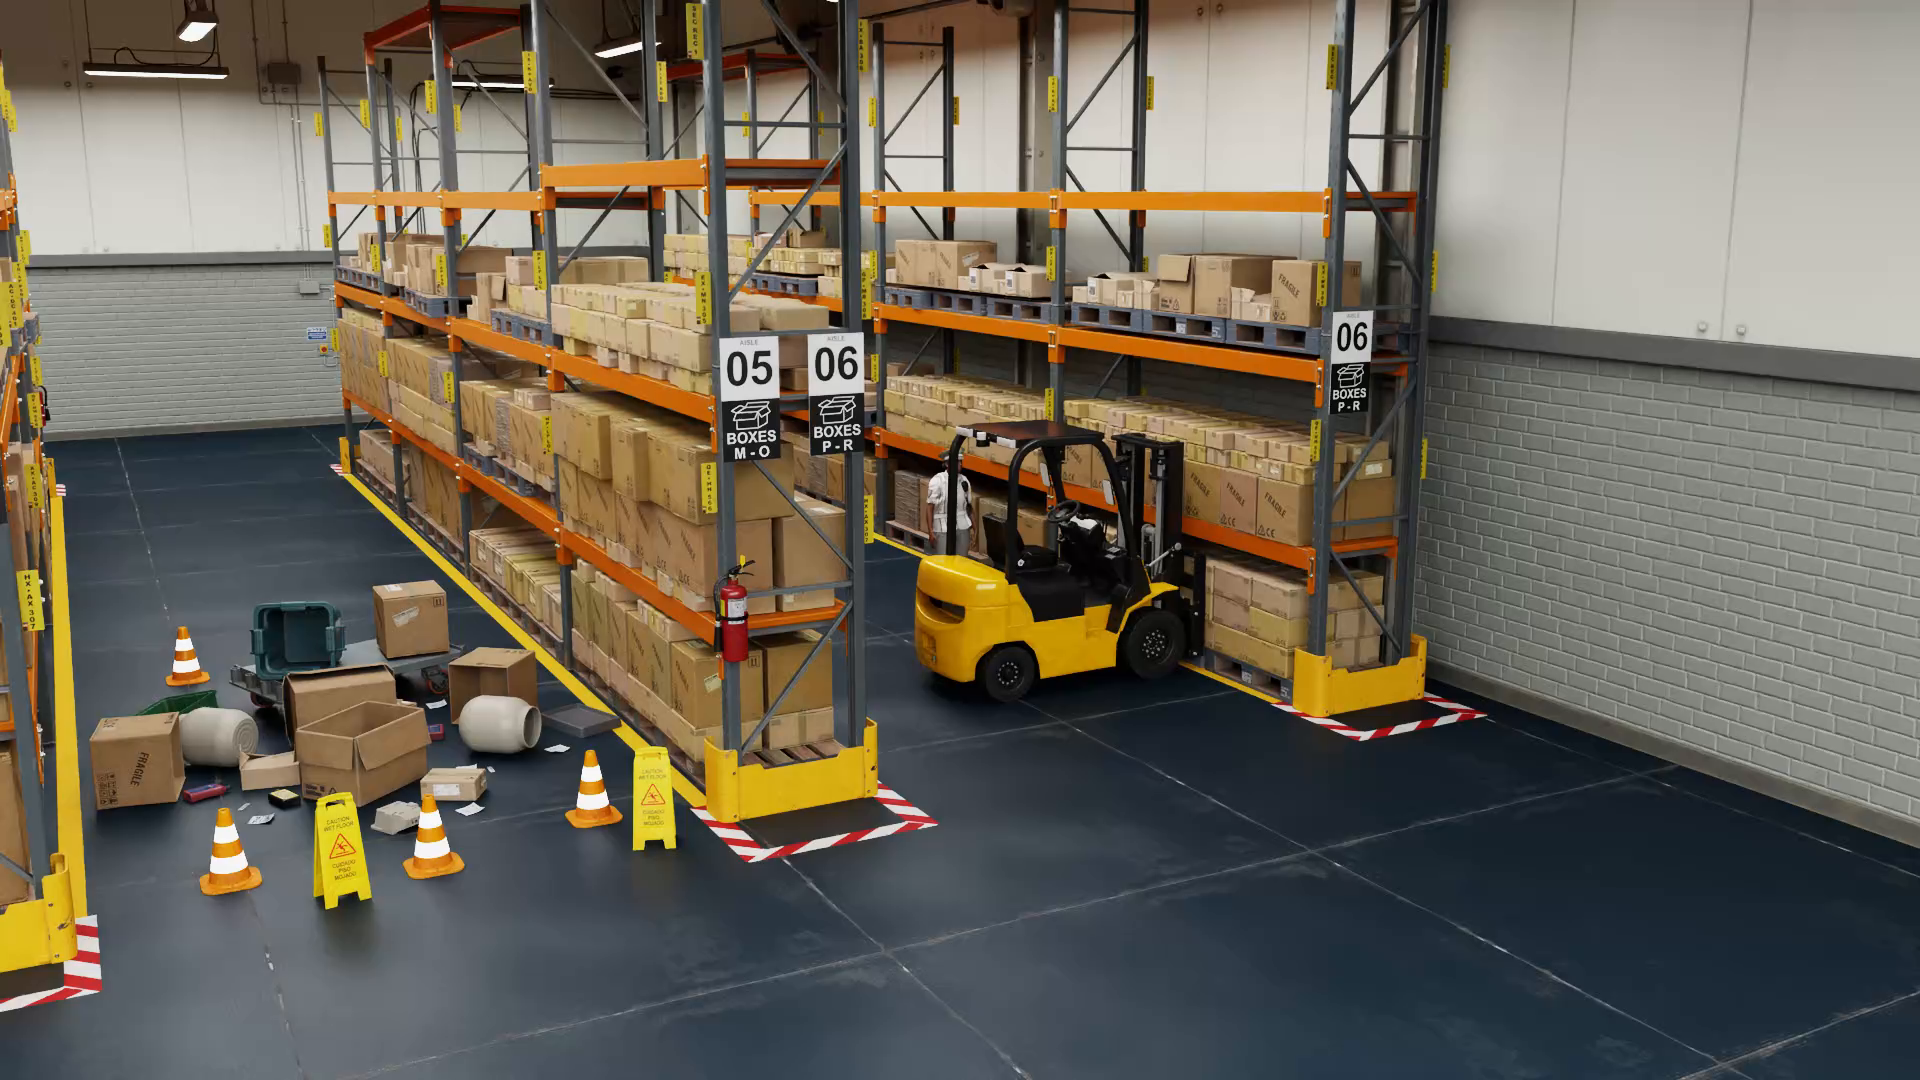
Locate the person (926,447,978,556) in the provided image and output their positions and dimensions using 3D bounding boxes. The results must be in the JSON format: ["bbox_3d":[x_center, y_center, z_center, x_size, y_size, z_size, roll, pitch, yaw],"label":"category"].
[{"bbox_3d":[-0.061,-0.052,16.081,0.569,1.694,0.528,-6,13,-28],"label":"person"}]
